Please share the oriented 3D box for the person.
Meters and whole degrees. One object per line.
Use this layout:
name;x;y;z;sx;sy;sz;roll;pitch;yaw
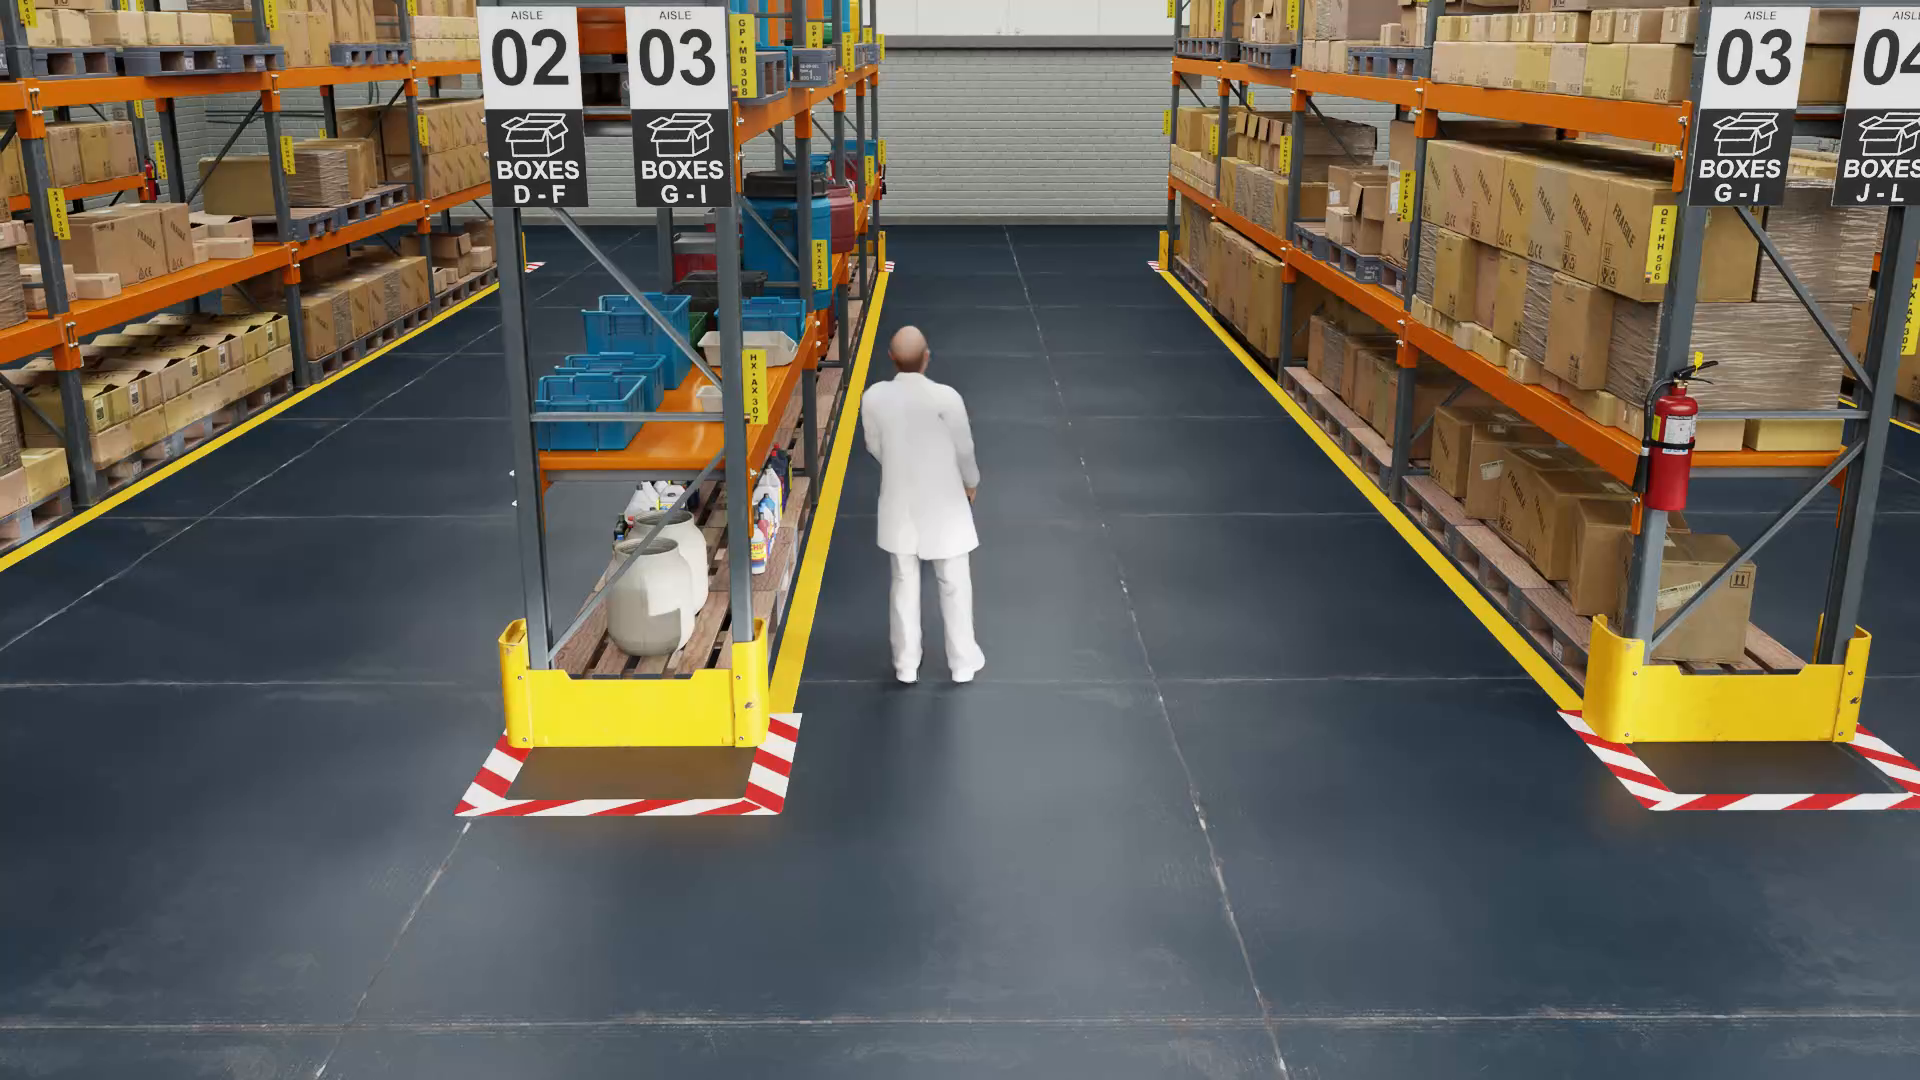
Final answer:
person;-0.161;-0.187;8.166;0.563;1.780;0.531;7;18;21
